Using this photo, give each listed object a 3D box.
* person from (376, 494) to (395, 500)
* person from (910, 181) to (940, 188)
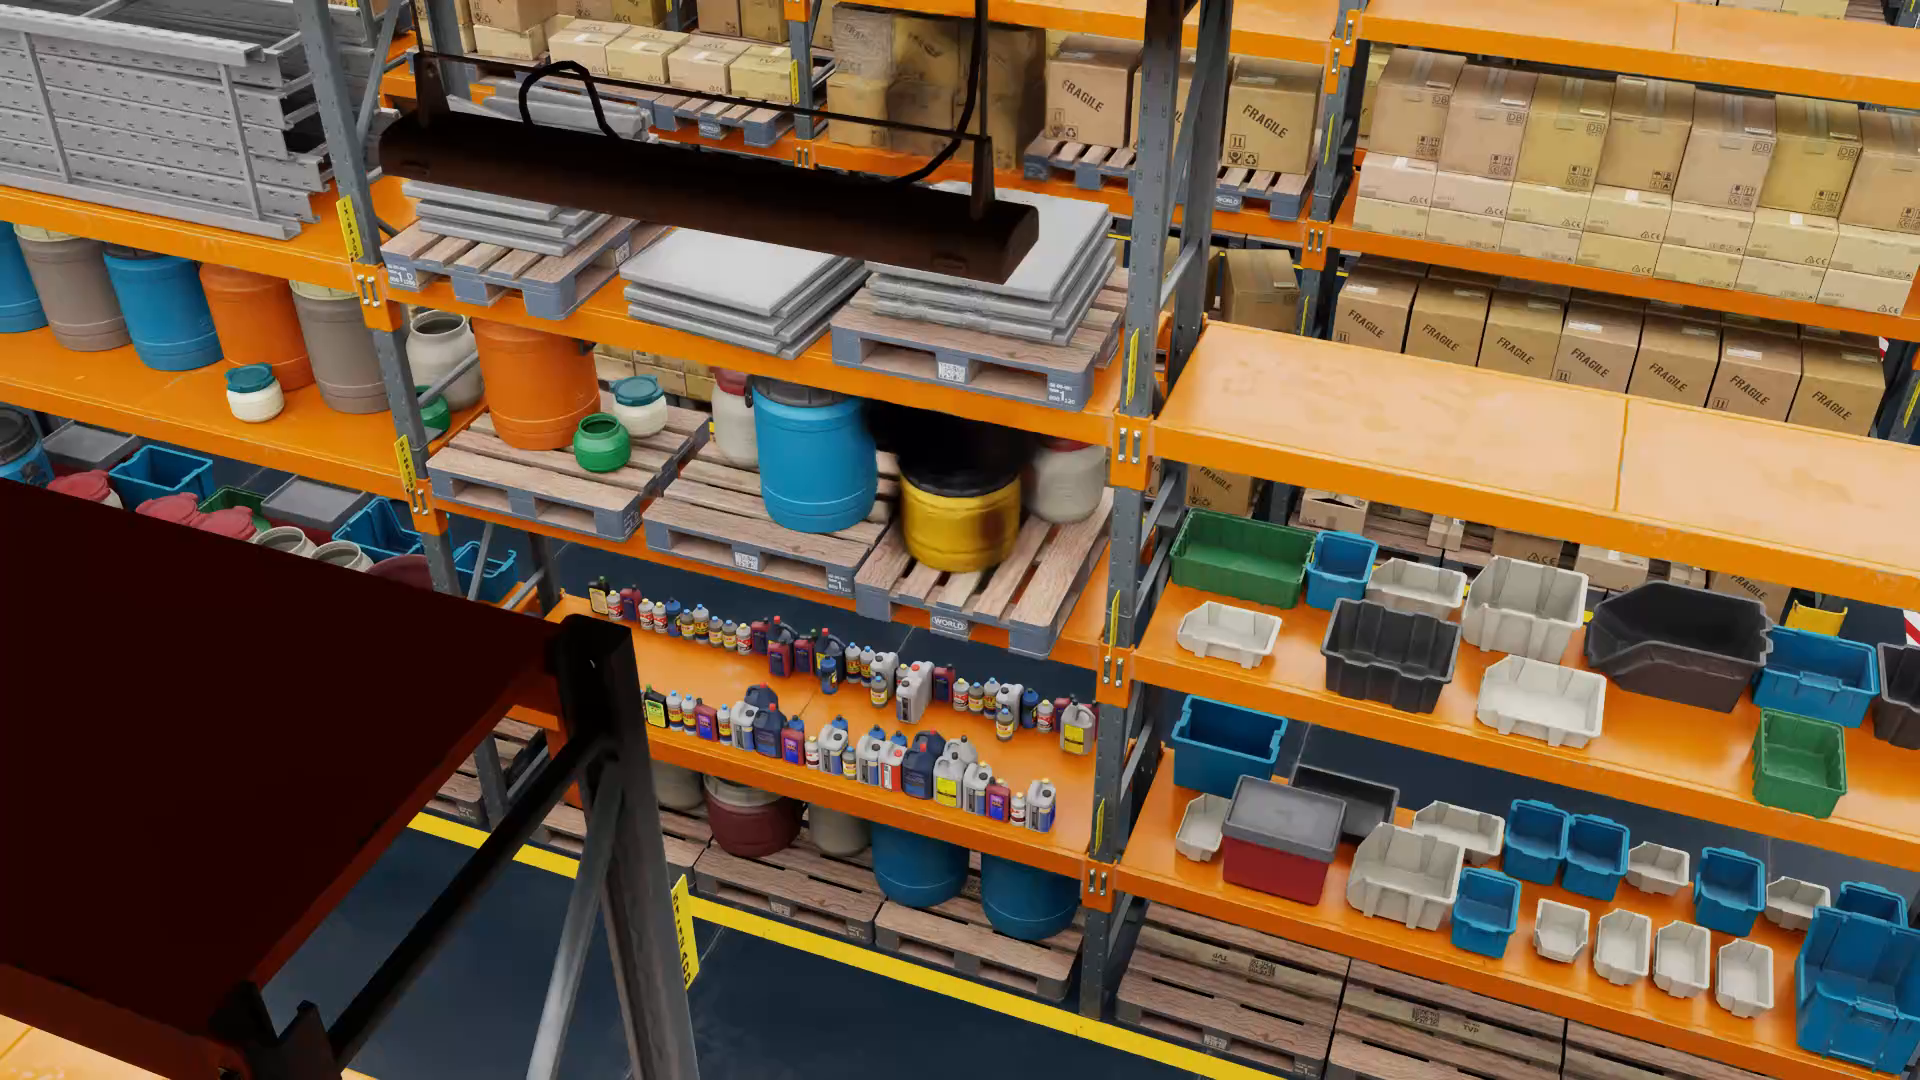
[{"bbox_3d":[-4.681,-1.073,13.392,0.582,1.725,0.704,3,37,4],"label":"person"},{"bbox_3d":[-0.050,-3.014,15.929,0.905,1.825,0.652,6,37,8],"label":"person"}]
